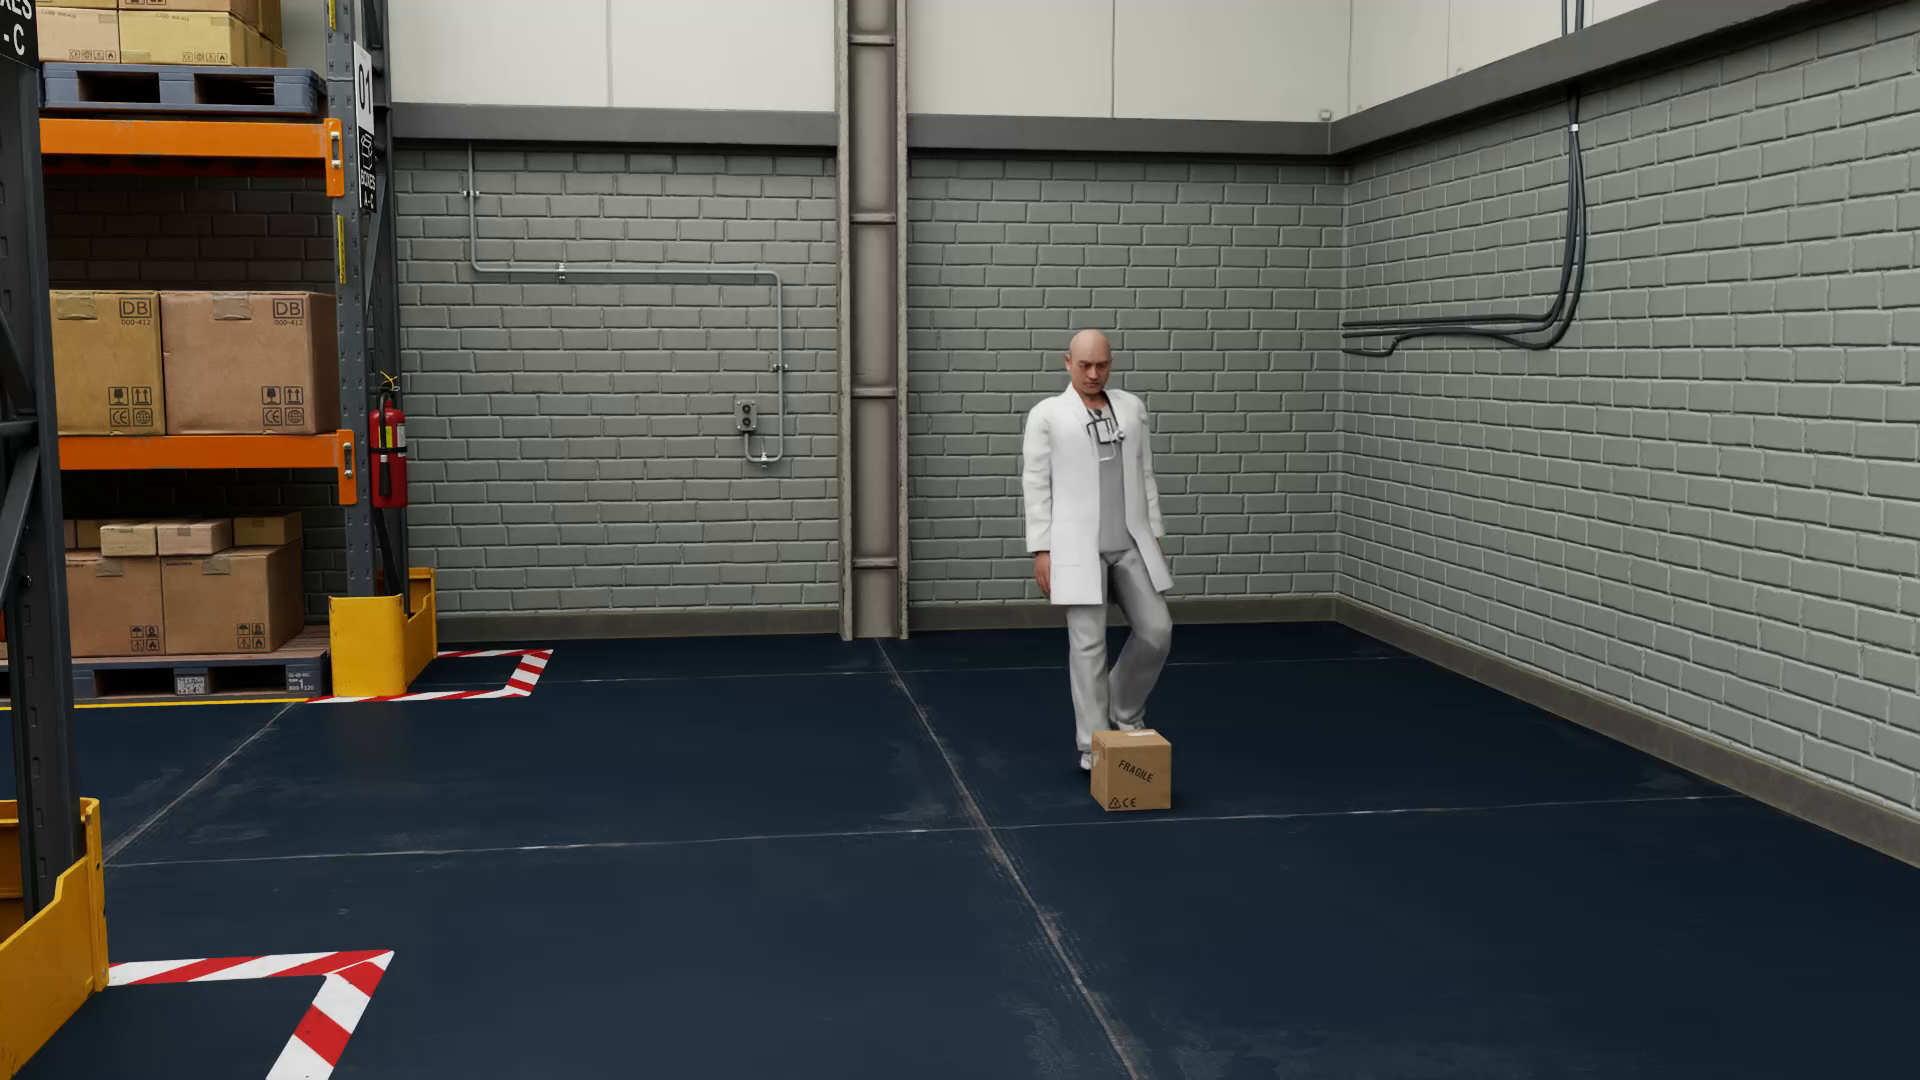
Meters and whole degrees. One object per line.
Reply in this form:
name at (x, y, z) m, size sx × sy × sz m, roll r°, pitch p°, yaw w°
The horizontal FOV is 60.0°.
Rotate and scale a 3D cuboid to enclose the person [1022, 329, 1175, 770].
person at (0.580, 0.043, 6.688) m, size 0.607 × 1.774 × 0.634 m, roll -2°, pitch 7°, yaw -17°
